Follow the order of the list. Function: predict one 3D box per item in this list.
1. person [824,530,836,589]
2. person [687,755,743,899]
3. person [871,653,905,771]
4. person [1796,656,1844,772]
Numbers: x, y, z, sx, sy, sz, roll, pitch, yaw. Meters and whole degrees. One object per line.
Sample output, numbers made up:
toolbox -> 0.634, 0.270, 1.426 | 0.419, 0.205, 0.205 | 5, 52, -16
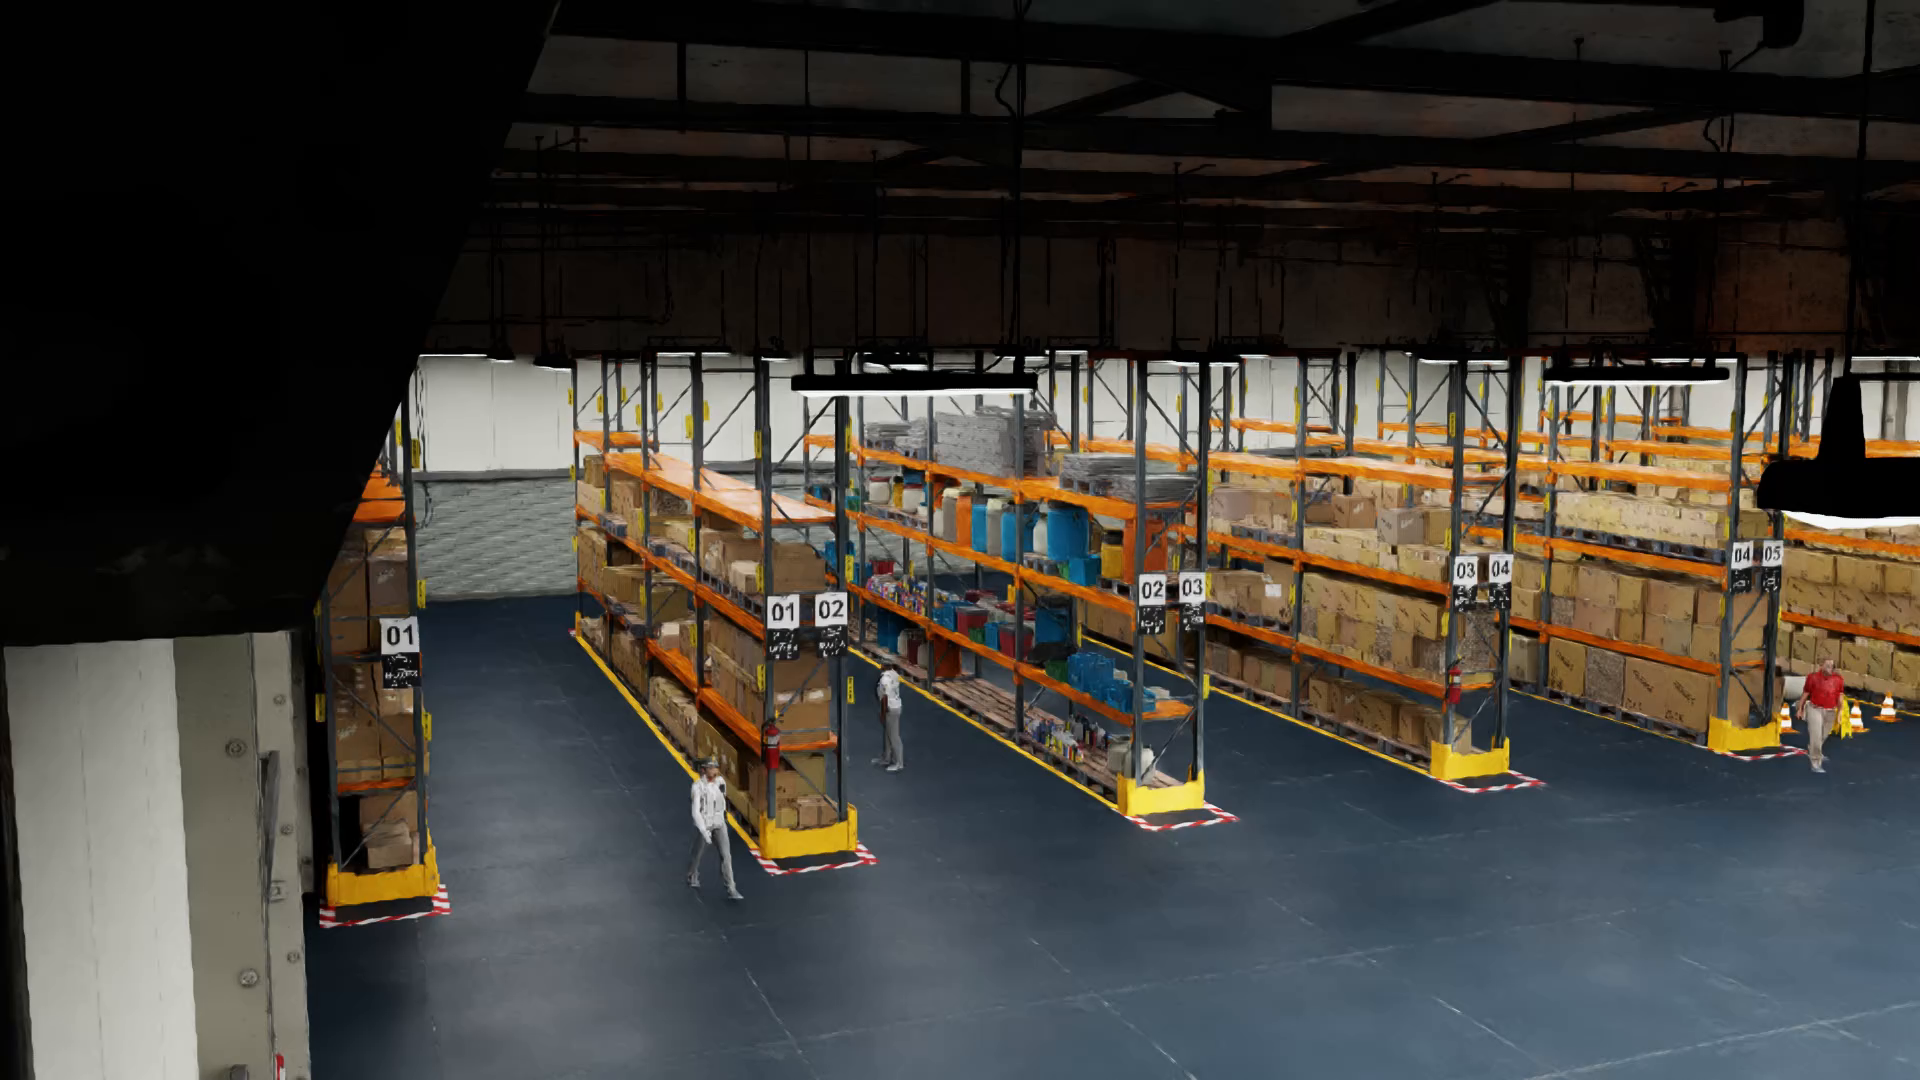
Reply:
person -> -2.999, 0.501, 40.524 | 0.637, 1.620, 0.512 | -3, 8, -23
person -> -2.815, 3.191, 18.715 | 0.483, 1.621, 0.995 | -4, 8, -29
person -> -1.058, 2.486, 24.239 | 0.551, 1.664, 0.574 | 1, 7, 10
person -> 12.554, 2.498, 24.233 | 0.580, 1.669, 0.979 | 0, 7, 1
